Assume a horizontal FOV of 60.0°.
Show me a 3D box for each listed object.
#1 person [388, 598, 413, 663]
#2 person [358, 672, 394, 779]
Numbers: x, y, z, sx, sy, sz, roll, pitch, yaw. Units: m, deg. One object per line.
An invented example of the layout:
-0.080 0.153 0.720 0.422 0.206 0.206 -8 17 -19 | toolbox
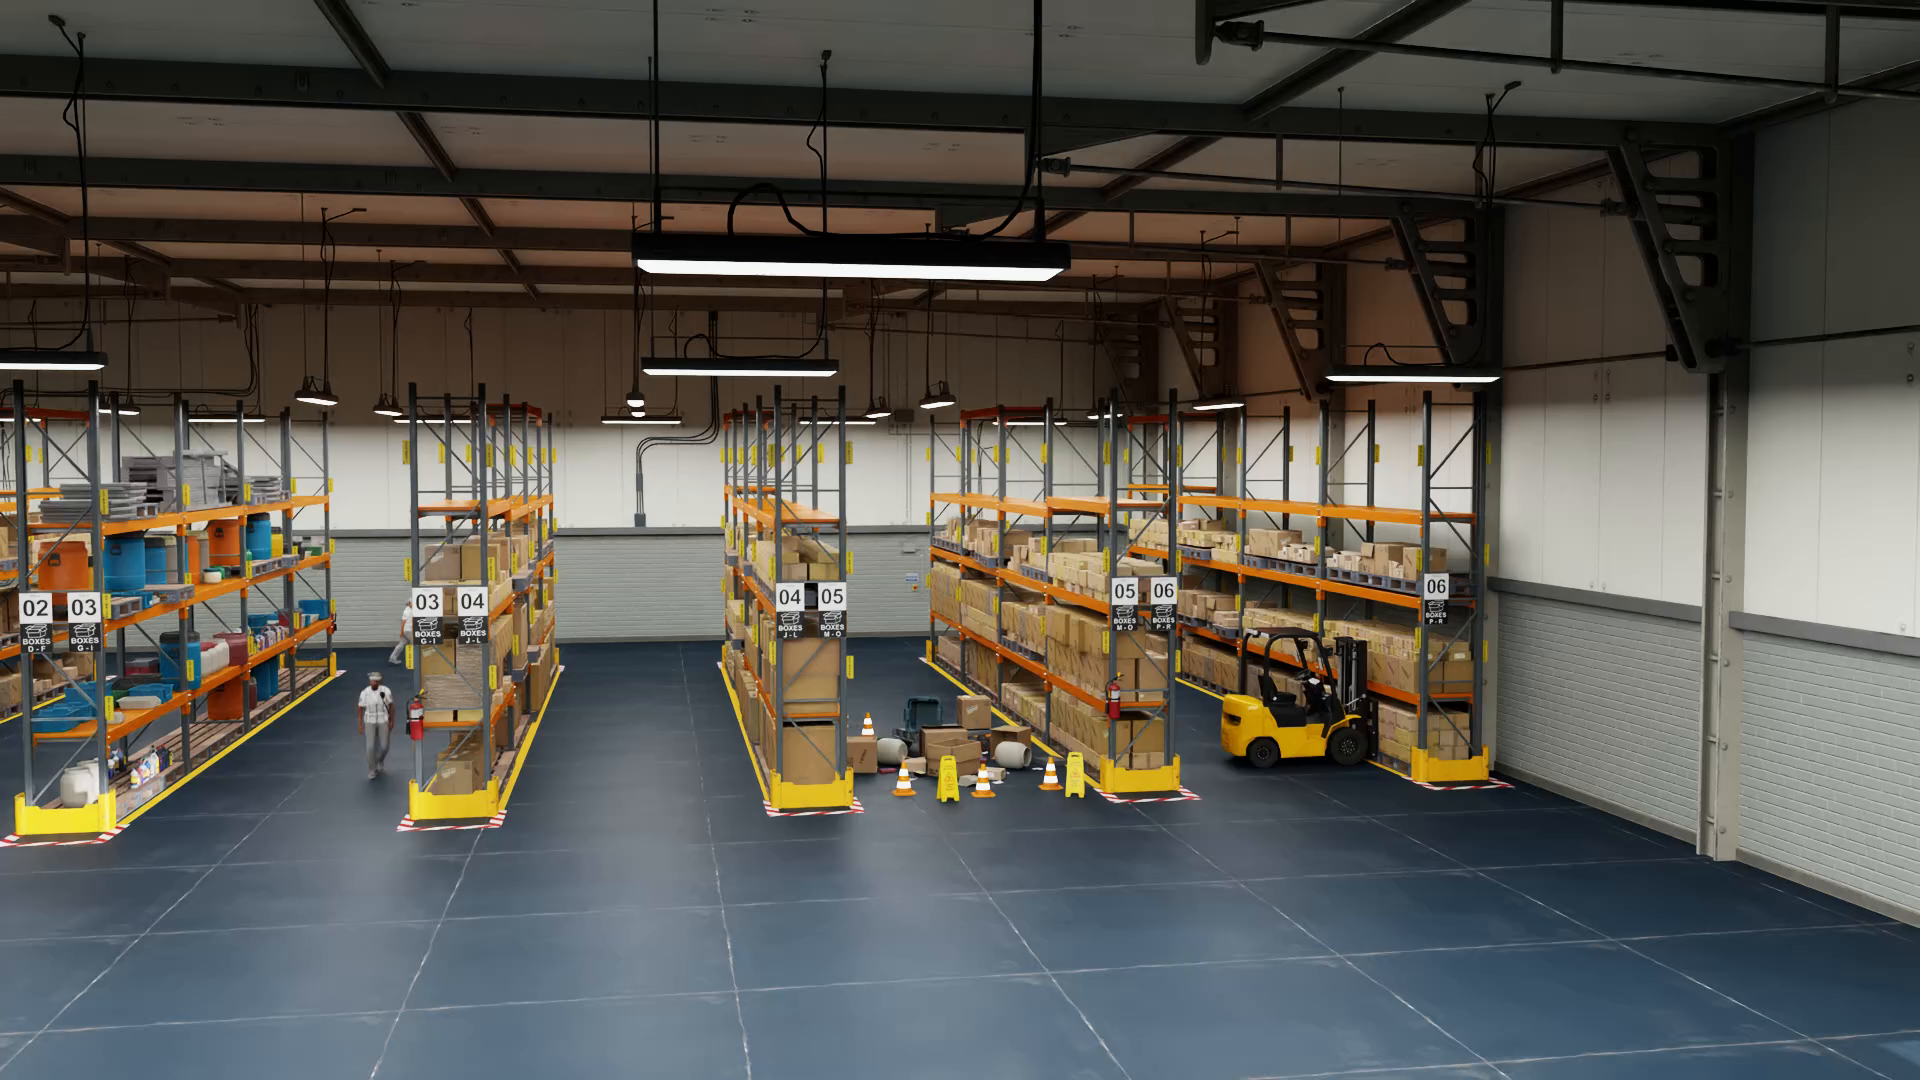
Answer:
-13.132 2.171 39.770 1.078 1.590 0.482 0 3 -7 | person
-9.142 2.867 26.052 0.540 1.658 0.554 -1 3 -17 | person
